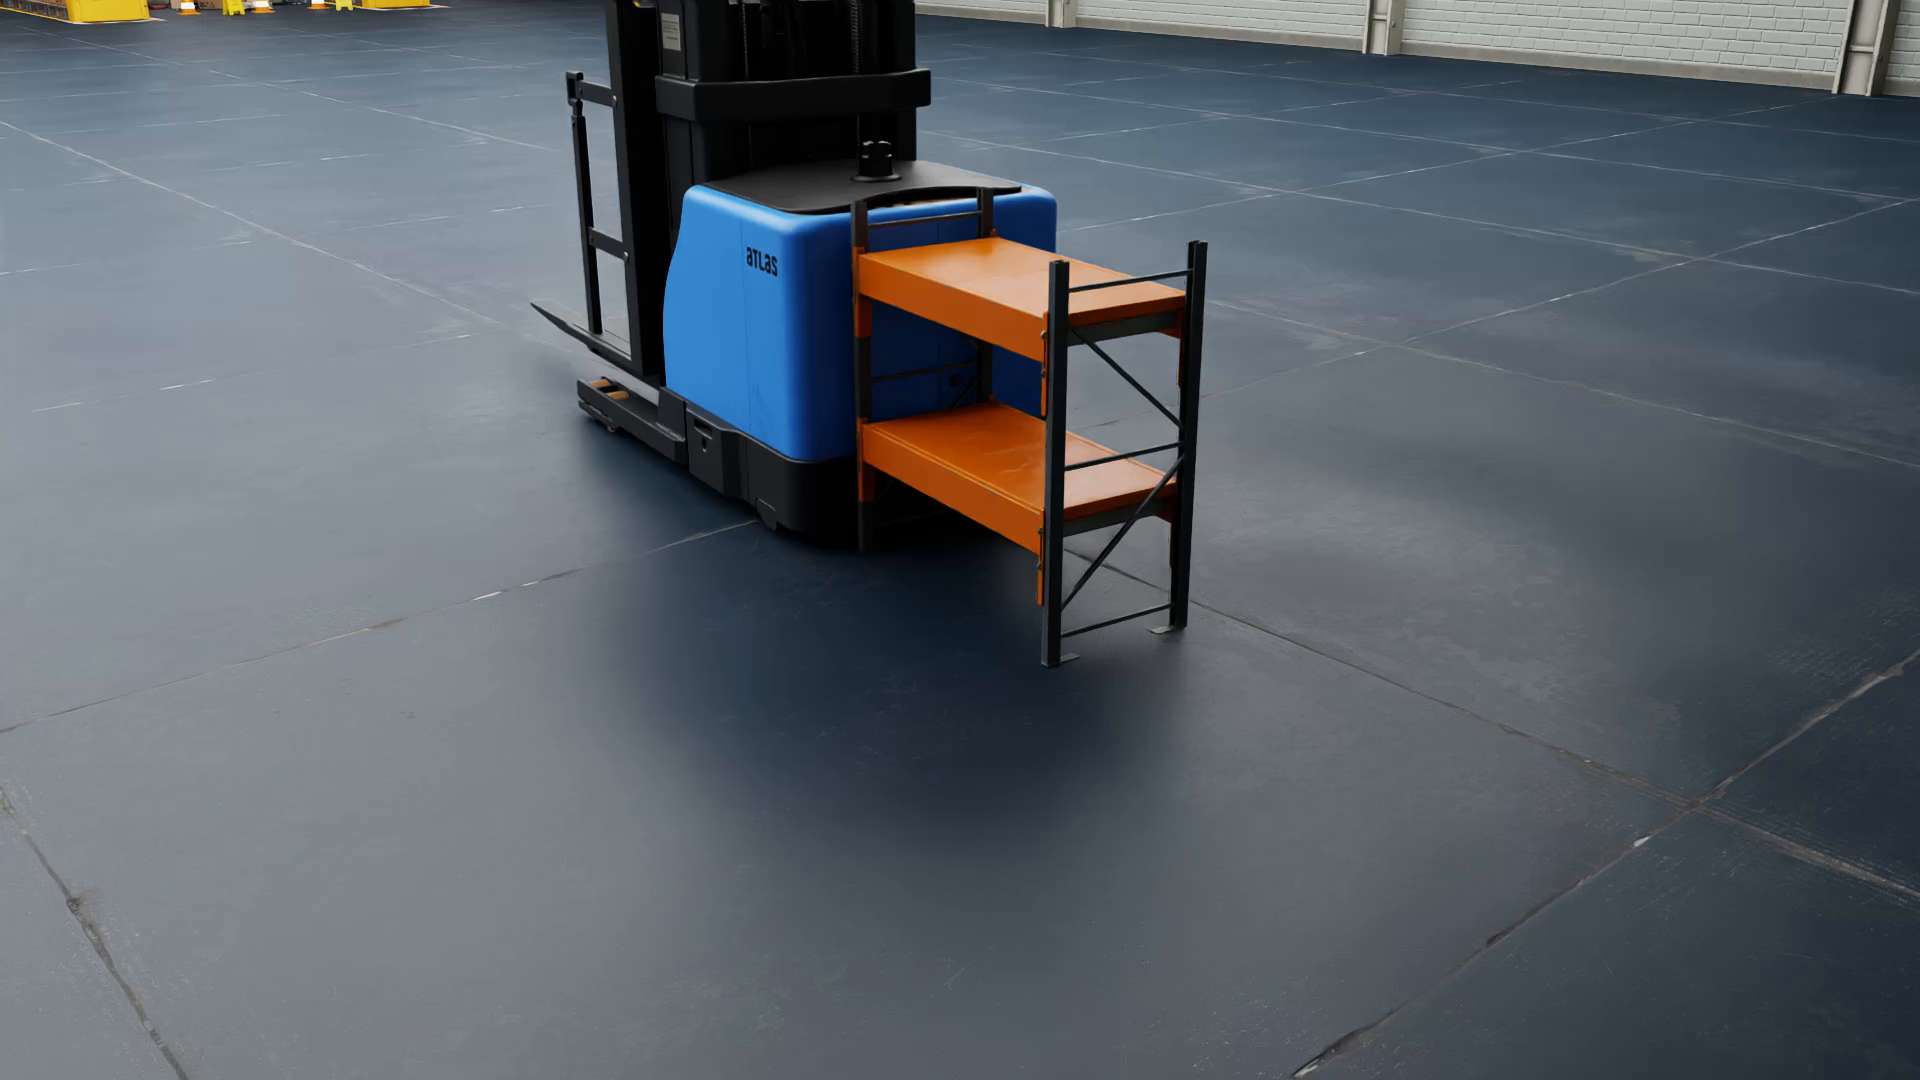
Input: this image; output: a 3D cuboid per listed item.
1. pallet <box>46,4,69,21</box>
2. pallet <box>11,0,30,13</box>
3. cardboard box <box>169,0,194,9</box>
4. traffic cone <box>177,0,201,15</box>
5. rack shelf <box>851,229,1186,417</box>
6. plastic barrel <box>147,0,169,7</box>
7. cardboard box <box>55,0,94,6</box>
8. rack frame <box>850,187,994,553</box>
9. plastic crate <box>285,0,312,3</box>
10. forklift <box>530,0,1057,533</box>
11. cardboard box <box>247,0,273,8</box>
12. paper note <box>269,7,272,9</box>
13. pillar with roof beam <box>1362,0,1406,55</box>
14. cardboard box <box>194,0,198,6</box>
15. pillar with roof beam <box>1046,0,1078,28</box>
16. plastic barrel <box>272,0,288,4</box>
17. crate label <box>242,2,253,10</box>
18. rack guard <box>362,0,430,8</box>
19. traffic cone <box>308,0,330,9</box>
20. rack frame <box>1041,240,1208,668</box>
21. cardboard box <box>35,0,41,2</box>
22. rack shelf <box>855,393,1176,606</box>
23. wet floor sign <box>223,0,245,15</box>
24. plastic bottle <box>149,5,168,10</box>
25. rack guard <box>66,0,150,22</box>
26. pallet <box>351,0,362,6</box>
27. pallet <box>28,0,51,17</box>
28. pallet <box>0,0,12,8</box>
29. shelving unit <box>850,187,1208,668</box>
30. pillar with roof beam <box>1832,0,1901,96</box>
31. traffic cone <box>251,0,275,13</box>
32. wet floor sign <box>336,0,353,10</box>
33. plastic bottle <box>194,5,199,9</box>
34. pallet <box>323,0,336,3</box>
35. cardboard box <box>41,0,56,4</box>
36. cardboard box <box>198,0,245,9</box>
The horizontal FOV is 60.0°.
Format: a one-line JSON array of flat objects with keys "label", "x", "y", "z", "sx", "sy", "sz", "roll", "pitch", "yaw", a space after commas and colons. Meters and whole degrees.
[{"label": "pallet", "x": -14.507, "y": -8.819, "z": 27.712, "sx": 1.003, "sy": 0.211, "sz": 1.213, "roll": -17, "pitch": 27, "yaw": -37}, {"label": "pallet", "x": -16.100, "y": -9.493, "z": 29.433, "sx": 1.003, "sy": 0.211, "sz": 1.213, "roll": -17, "pitch": 27, "yaw": -37}, {"label": "cardboard box", "x": -14.020, "y": -9.711, "z": 29.914, "sx": 0.396, "sy": 0.266, "sz": 0.258, "roll": -12, "pitch": 25, "yaw": -28}, {"label": "traffic cone", "x": -13.197, "y": -9.219, "z": 28.387, "sx": 0.336, "sy": 0.463, "sz": 0.334, "roll": -17, "pitch": 27, "yaw": -37}, {"label": "rack shelf", "x": 0.165, "y": -0.653, "z": 4.807, "sx": 0.538, "sy": 0.278, "sz": 1.000, "roll": -13, "pitch": 25, "yaw": -30}, {"label": "plastic barrel", "x": -14.635, "y": -9.873, "z": 30.110, "sx": 0.512, "sy": 0.421, "sz": 0.421, "roll": 0, "pitch": 21, "yaw": -1}, {"label": "cardboard box", "x": -14.419, "y": -9.293, "z": 27.436, "sx": 0.875, "sy": 0.875, "sz": 0.875, "roll": -17, "pitch": 27, "yaw": -37}, {"label": "rack frame", "x": -0.112, "y": -0.536, "z": 5.310, "sx": 0.500, "sy": 1.125, "sz": 0.032, "roll": -13, "pitch": 25, "yaw": -30}, {"label": "plastic crate", "x": -12.450, "y": -10.238, "z": 31.515, "sx": 0.583, "sy": 0.080, "sz": 0.402, "roll": 12, "pitch": 24, "yaw": 27}, {"label": "forklift", "x": -0.887, "y": -1.871, "z": 6.242, "sx": 1.130, "sy": 2.935, "sz": 3.031, "roll": -13, "pitch": 25, "yaw": -30}, {"label": "cardboard box", "x": -12.628, "y": -9.675, "z": 29.983, "sx": 0.380, "sy": 0.149, "sz": 0.250, "roll": -4, "pitch": 22, "yaw": -10}, {"label": "paper note", "x": -12.367, "y": -9.527, "z": 29.765, "sx": 0.142, "sy": 0.019, "sz": 0.148, "roll": 12, "pitch": 24, "yaw": 27}, {"label": "pillar with roof beam", "x": 2.232, "y": -9.507, "z": 17.417, "sx": 9.100, "sy": 9.000, "sz": 0.400, "roll": -17, "pitch": 27, "yaw": -37}, {"label": "cardboard box", "x": -13.923, "y": -10.162, "z": 30.552, "sx": 0.797, "sy": 0.637, "sz": 0.503, "roll": -17, "pitch": 27, "yaw": -37}, {"label": "pillar with roof beam", "x": -1.684, "y": -11.165, "z": 21.650, "sx": 9.100, "sy": 9.000, "sz": 0.400, "roll": -17, "pitch": 27, "yaw": -37}, {"label": "plastic barrel", "x": -12.737, "y": -10.132, "z": 30.773, "sx": 0.512, "sy": 0.421, "sz": 0.421, "roll": 0, "pitch": 21, "yaw": -1}, {"label": "crate label", "x": -12.679, "y": -9.445, "z": 29.410, "sx": 0.298, "sy": 0.136, "sz": 0.250, "roll": 7, "pitch": 23, "yaw": 18}, {"label": "rack guard", "x": -10.292, "y": -9.979, "z": 30.276, "sx": 1.175, "sy": 0.500, "sz": 0.348, "roll": -17, "pitch": 27, "yaw": -37}, {"label": "traffic cone", "x": -11.500, "y": -9.752, "z": 29.749, "sx": 0.336, "sy": 0.463, "sz": 0.334, "roll": -17, "pitch": 27, "yaw": -37}, {"label": "rack frame", "x": 0.442, "y": -0.225, "z": 4.517, "sx": 0.500, "sy": 1.125, "sz": 0.032, "roll": -13, "pitch": 25, "yaw": -30}, {"label": "cardboard box", "x": -15.588, "y": -9.788, "z": 28.700, "sx": 0.875, "sy": 0.875, "sz": 0.875, "roll": -17, "pitch": 27, "yaw": -37}, {"label": "rack shelf", "x": 0.165, "y": -0.153, "z": 5.003, "sx": 0.538, "sy": 0.278, "sz": 1.000, "roll": -13, "pitch": 25, "yaw": -30}, {"label": "wet floor sign", "x": -12.407, "y": -9.283, "z": 28.299, "sx": 0.232, "sy": 0.644, "sz": 0.267, "roll": 17, "pitch": 27, "yaw": 36}, {"label": "plastic bottle", "x": -14.284, "y": -9.494, "z": 29.639, "sx": 0.133, "sy": 0.061, "sz": 0.283, "roll": 12, "pitch": 24, "yaw": 27}, {"label": "rack guard", "x": -13.911, "y": -8.745, "z": 27.126, "sx": 1.175, "sy": 0.500, "sz": 0.348, "roll": -17, "pitch": 27, "yaw": -37}, {"label": "pallet", "x": -10.795, "y": -10.077, "z": 30.923, "sx": 1.003, "sy": 0.211, "sz": 1.213, "roll": -17, "pitch": 27, "yaw": -37}, {"label": "pallet", "x": -15.300, "y": -9.156, "z": 28.572, "sx": 1.003, "sy": 0.211, "sz": 1.213, "roll": -17, "pitch": 27, "yaw": -37}, {"label": "pallet", "x": -17.098, "y": -9.917, "z": 30.515, "sx": 1.003, "sy": 0.211, "sz": 1.213, "roll": -17, "pitch": 27, "yaw": -37}, {"label": "shelving unit", "x": 0.165, "y": -0.381, "z": 4.913, "sx": 0.538, "sy": 1.125, "sz": 1.048, "roll": -13, "pitch": 25, "yaw": -30}, {"label": "pillar with roof beam", "x": 6.149, "y": -7.849, "z": 13.185, "sx": 9.100, "sy": 9.000, "sz": 0.400, "roll": -17, "pitch": 27, "yaw": -37}, {"label": "traffic cone", "x": -12.119, "y": -9.394, "z": 28.834, "sx": 0.336, "sy": 0.463, "sz": 0.334, "roll": -17, "pitch": 27, "yaw": -37}, {"label": "wet floor sign", "x": -10.929, "y": -9.718, "z": 29.412, "sx": 0.267, "sy": 0.644, "sz": 0.232, "roll": -8, "pitch": 23, "yaw": -19}, {"label": "plastic bottle", "x": -13.713, "y": -9.497, "z": 29.648, "sx": 0.283, "sy": 0.061, "sz": 0.133, "roll": 12, "pitch": 24, "yaw": 27}, {"label": "pallet", "x": -11.587, "y": -10.414, "z": 31.784, "sx": 1.003, "sy": 0.211, "sz": 1.213, "roll": -17, "pitch": 27, "yaw": -37}, {"label": "cardboard box", "x": -14.995, "y": -9.536, "z": 28.055, "sx": 0.875, "sy": 0.875, "sz": 0.875, "roll": -18, "pitch": 28, "yaw": -38}, {"label": "cardboard box", "x": -13.307, "y": -9.842, "z": 29.922, "sx": 0.637, "sy": 0.503, "sz": 0.797, "roll": 3, "pitch": 22, "yaw": 9}]
